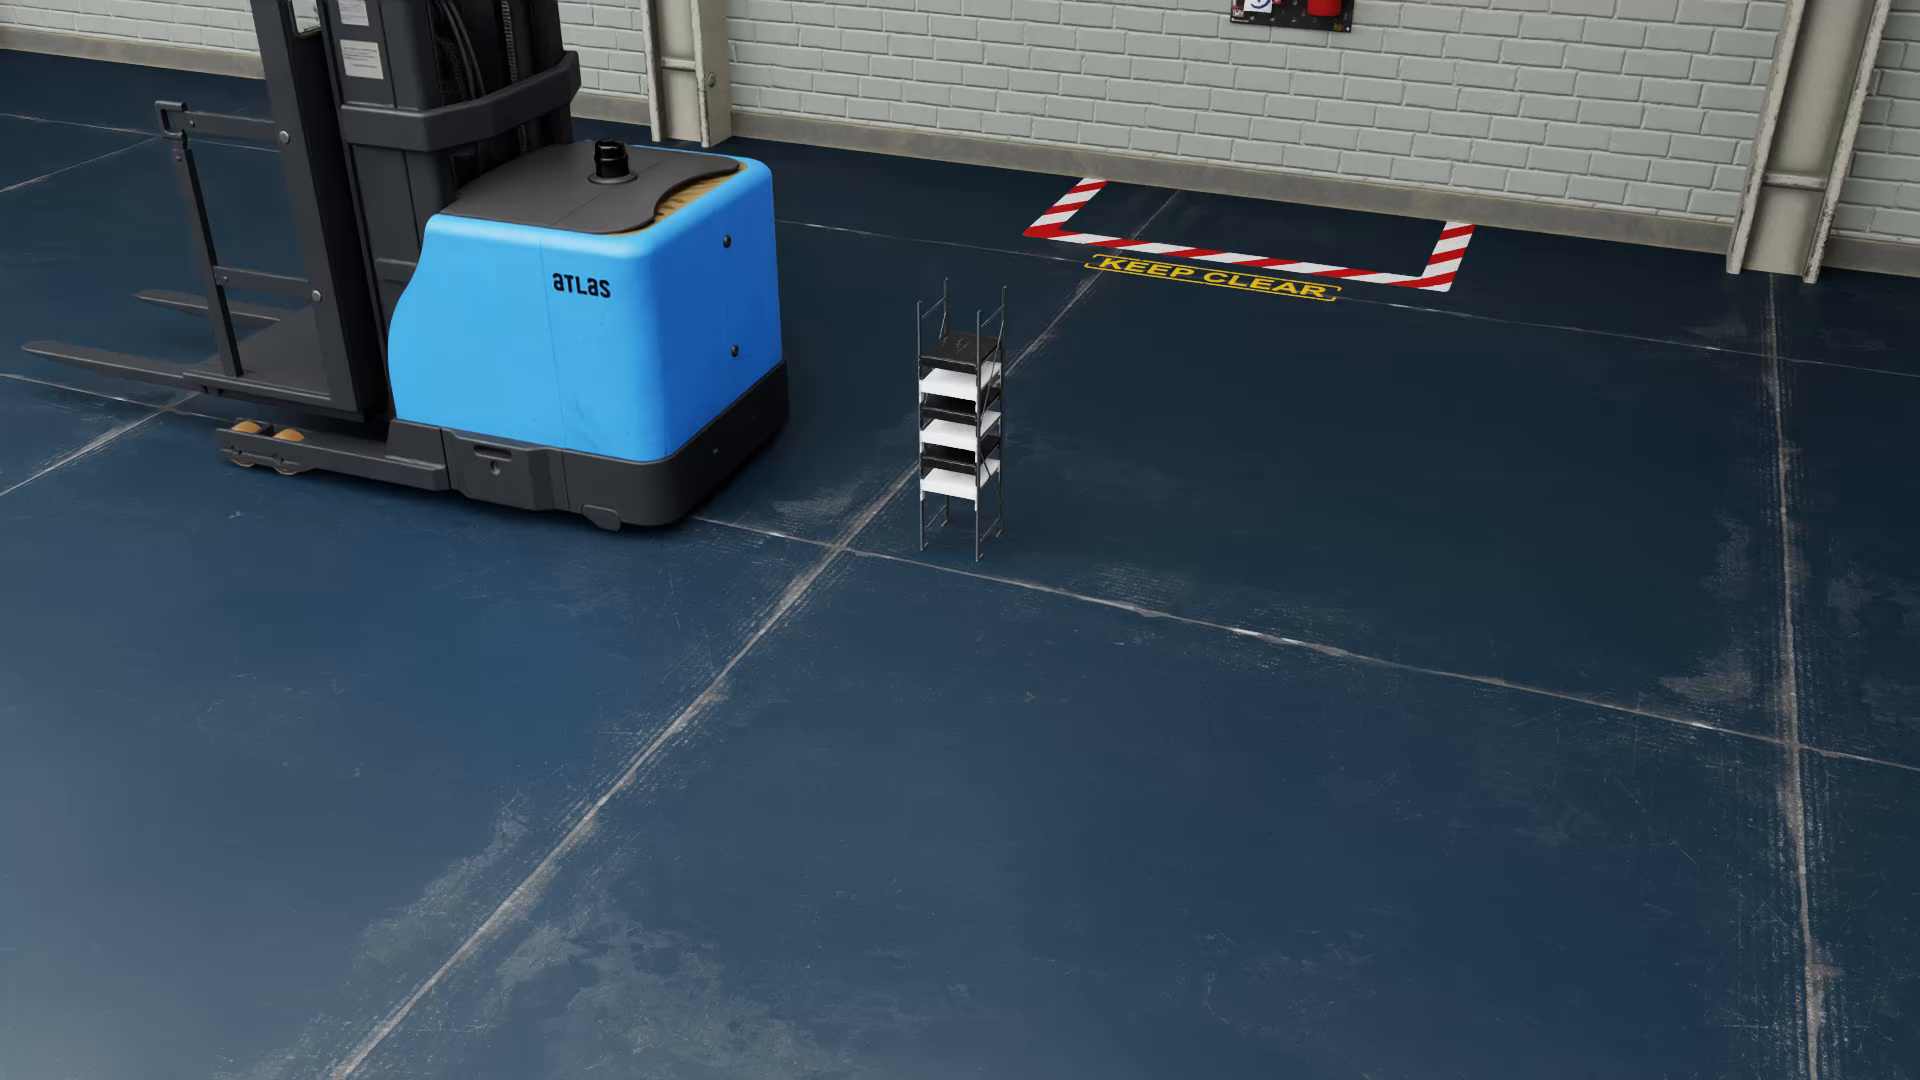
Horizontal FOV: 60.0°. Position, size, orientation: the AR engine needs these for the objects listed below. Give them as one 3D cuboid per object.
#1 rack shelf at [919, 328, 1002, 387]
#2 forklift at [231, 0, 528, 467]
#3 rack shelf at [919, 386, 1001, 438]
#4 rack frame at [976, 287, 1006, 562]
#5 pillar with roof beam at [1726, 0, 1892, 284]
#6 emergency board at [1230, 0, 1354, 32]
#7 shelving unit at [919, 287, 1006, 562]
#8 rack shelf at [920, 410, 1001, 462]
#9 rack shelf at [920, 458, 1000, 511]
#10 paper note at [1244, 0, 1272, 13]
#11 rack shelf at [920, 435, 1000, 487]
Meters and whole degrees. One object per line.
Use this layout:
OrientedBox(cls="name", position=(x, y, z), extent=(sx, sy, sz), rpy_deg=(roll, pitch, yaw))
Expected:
OrientedBox(cls="rack shelf", position=(0.008, -0.596, 5.409), extent=(0.200, 0.077, 0.258), rpy_deg=(11, 31, 19))
OrientedBox(cls="forklift", position=(-2.233, -1.749, 5.866), extent=(3.031, 2.935, 1.121), rpy_deg=(10, 31, 18))
OrientedBox(cls="rack shelf", position=(0.008, -0.440, 5.498), extent=(0.200, 0.077, 0.258), rpy_deg=(11, 31, 19))
OrientedBox(cls="rack frame", position=(0.102, -0.371, 5.493), extent=(0.006, 0.900, 0.240), rpy_deg=(11, 31, 19))
OrientedBox(cls="pillar with roof beam", position=(2.328, -3.280, 2.408), extent=(0.400, 9.000, 9.100), rpy_deg=(11, 31, 19))
OrientedBox(cls="emergency board", position=(1.671, -3.106, 8.197), extent=(0.643, 1.169, 0.194), rpy_deg=(11, 31, 19))
OrientedBox(cls="shelving unit", position=(-7.401, -3.354, 10.769), extent=(18.469, 0.900, 6.000), rpy_deg=(11, 31, 19))
OrientedBox(cls="rack shelf", position=(0.008, -0.361, 5.542), extent=(0.200, 0.077, 0.258), rpy_deg=(11, 31, 19))
OrientedBox(cls="rack shelf", position=(-7.404, -3.082, 10.924), extent=(18.464, 0.275, 6.000), rpy_deg=(11, 31, 19))
OrientedBox(cls="paper note", position=(1.533, -2.787, 8.527), extent=(0.142, 0.148, 0.016), rpy_deg=(11, 31, 19))
OrientedBox(cls="rack shelf", position=(0.008, -0.283, 5.587), extent=(0.200, 0.077, 0.258), rpy_deg=(11, 31, 19))
